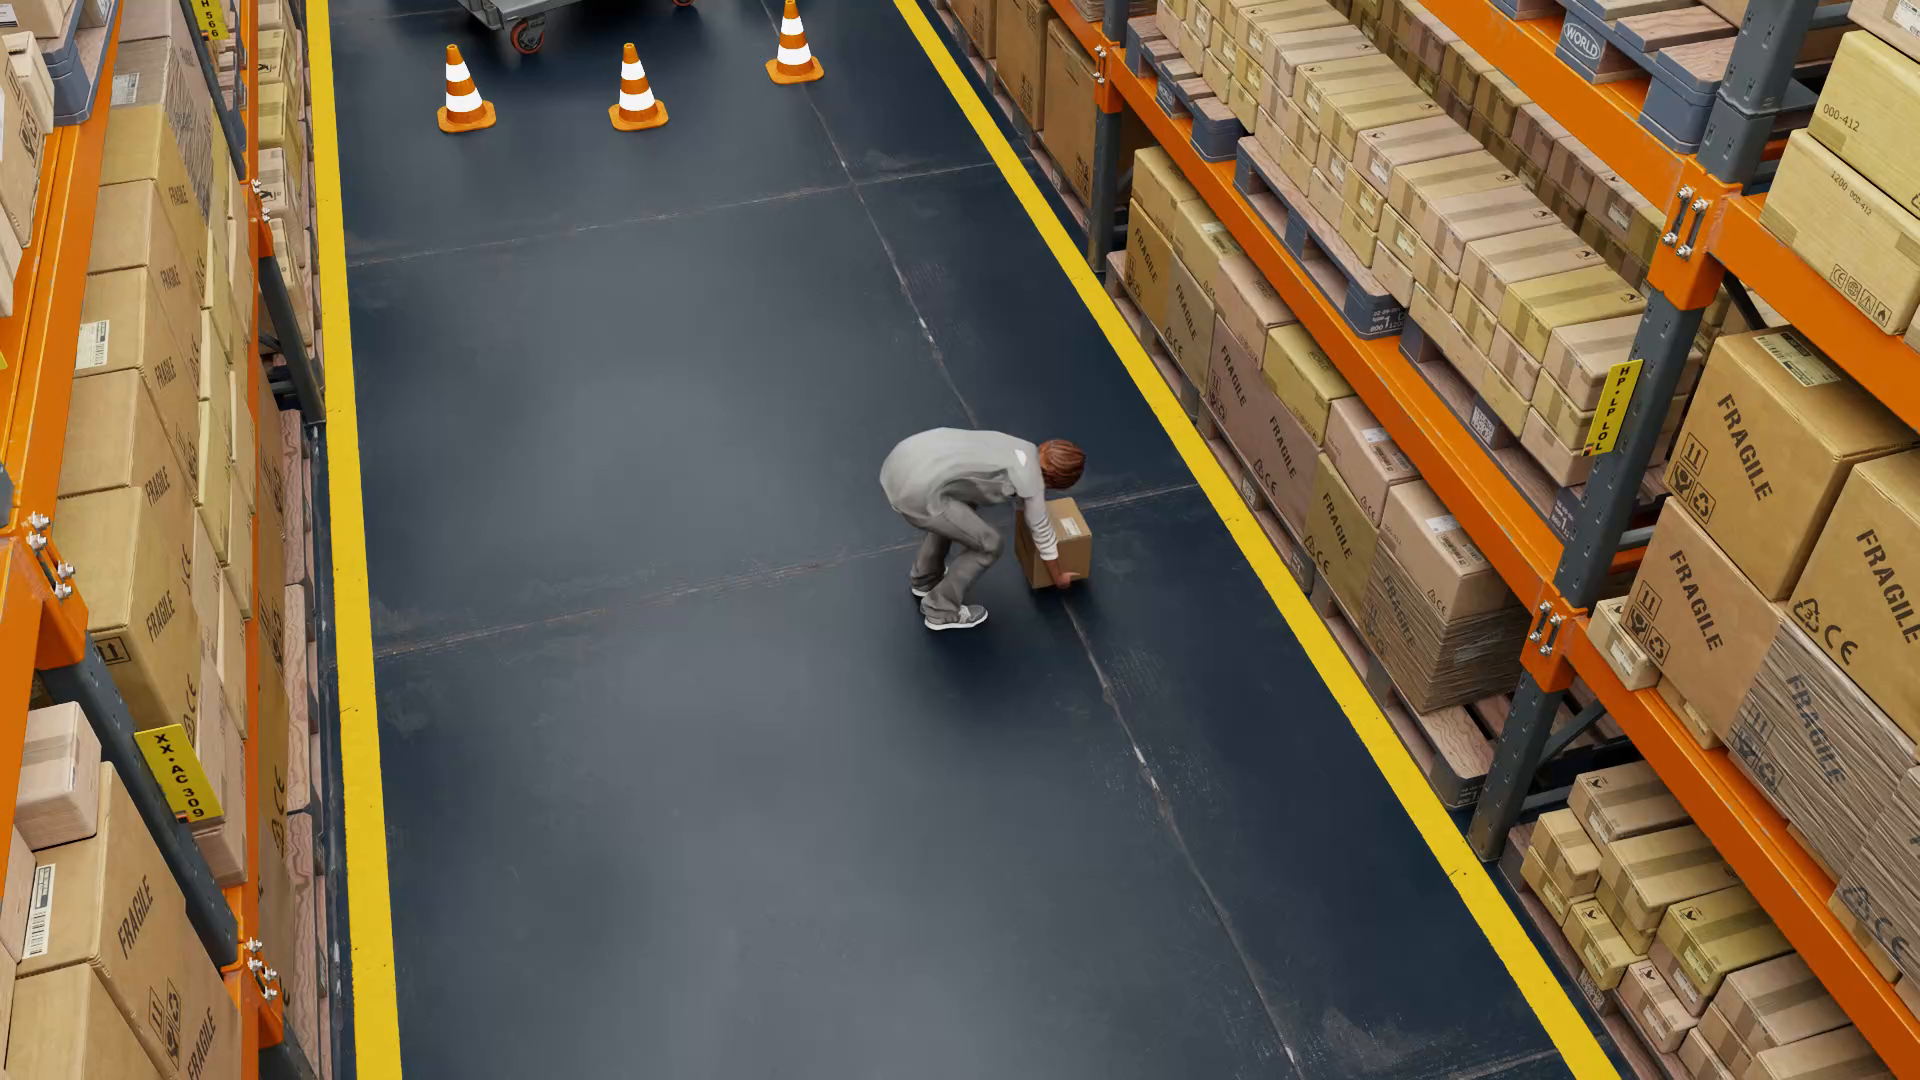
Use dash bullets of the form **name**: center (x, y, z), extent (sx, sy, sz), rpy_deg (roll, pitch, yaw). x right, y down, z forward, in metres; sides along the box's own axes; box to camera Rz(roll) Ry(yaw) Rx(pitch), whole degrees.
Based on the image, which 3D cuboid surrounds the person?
- **person**: center (0.101, -0.097, 6.777), extent (0.858, 0.911, 0.420), rpy_deg (-14, 45, -15)
